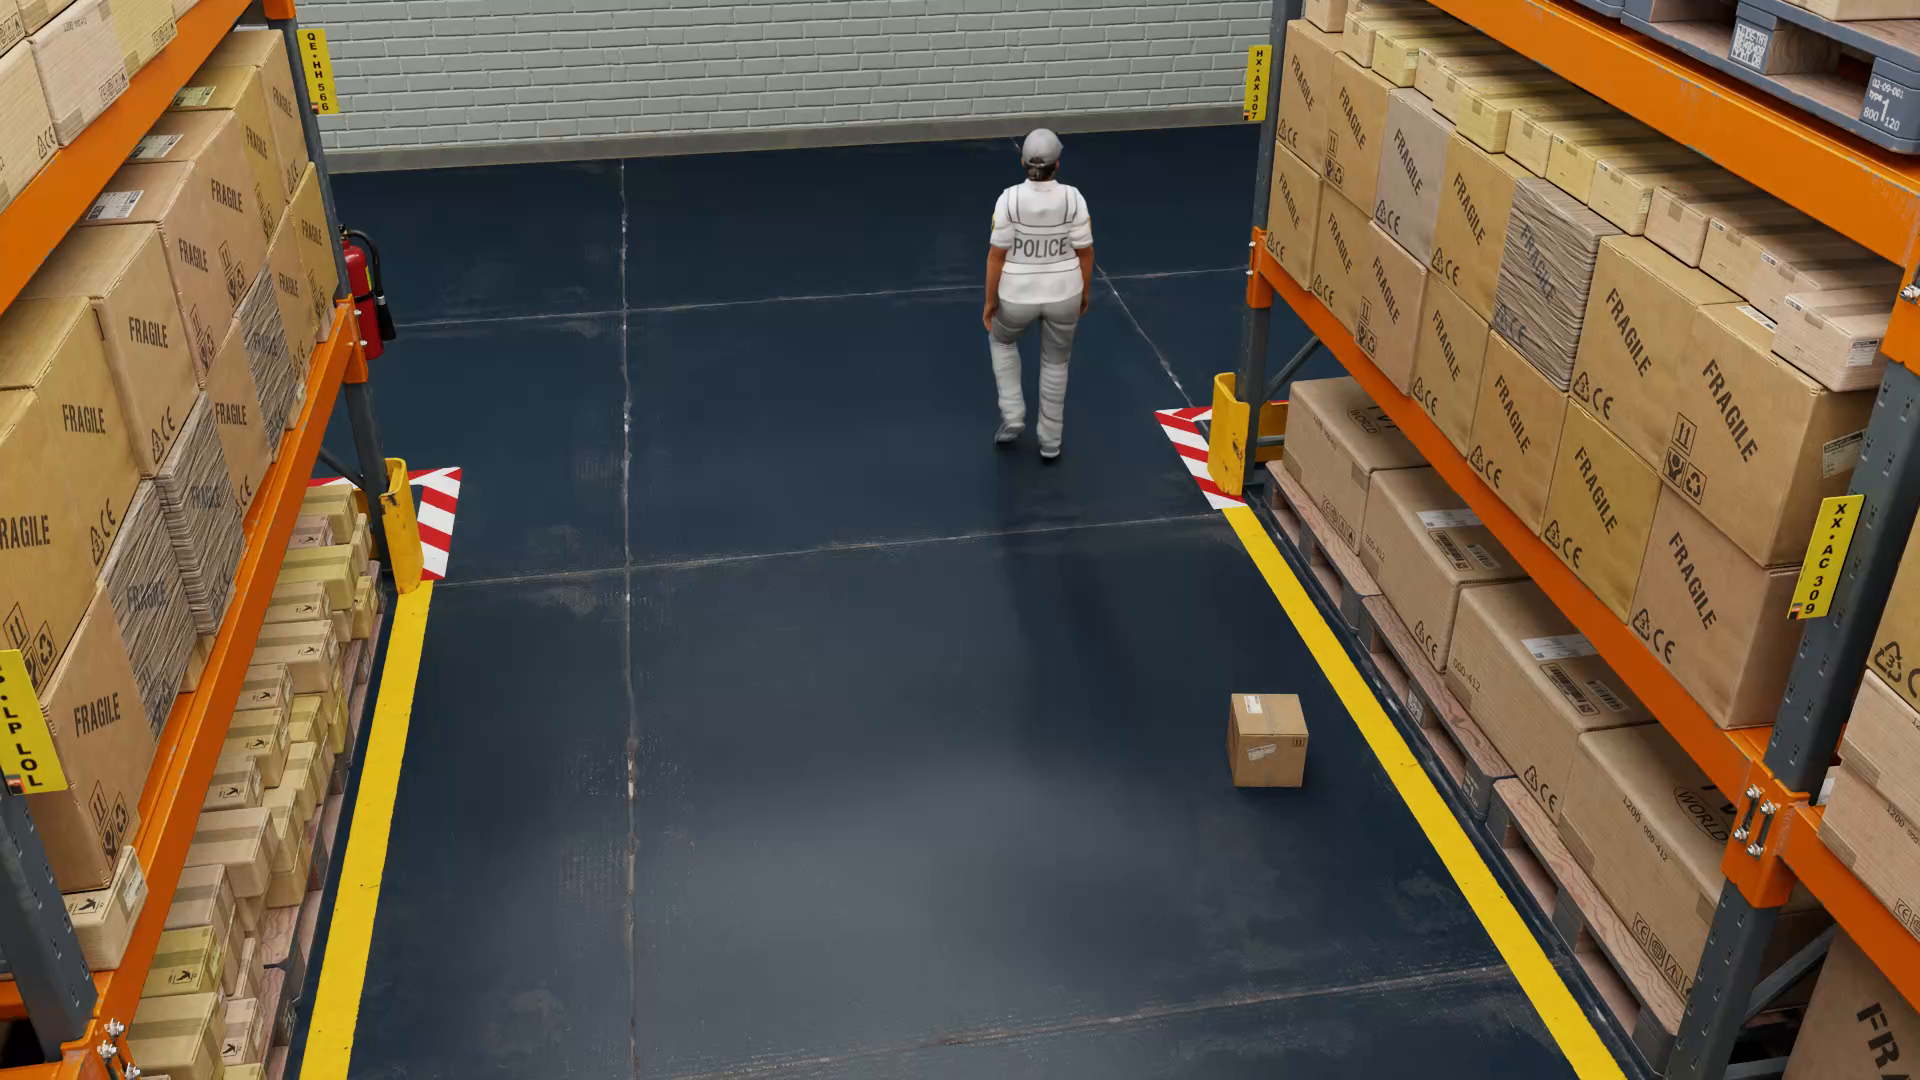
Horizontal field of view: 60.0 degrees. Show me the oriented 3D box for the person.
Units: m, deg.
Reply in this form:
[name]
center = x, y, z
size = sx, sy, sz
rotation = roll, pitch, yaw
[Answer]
[person]
center = 0.373, -1.190, 8.124
size = 0.530, 1.709, 0.470
rotation = -1, 31, -1
